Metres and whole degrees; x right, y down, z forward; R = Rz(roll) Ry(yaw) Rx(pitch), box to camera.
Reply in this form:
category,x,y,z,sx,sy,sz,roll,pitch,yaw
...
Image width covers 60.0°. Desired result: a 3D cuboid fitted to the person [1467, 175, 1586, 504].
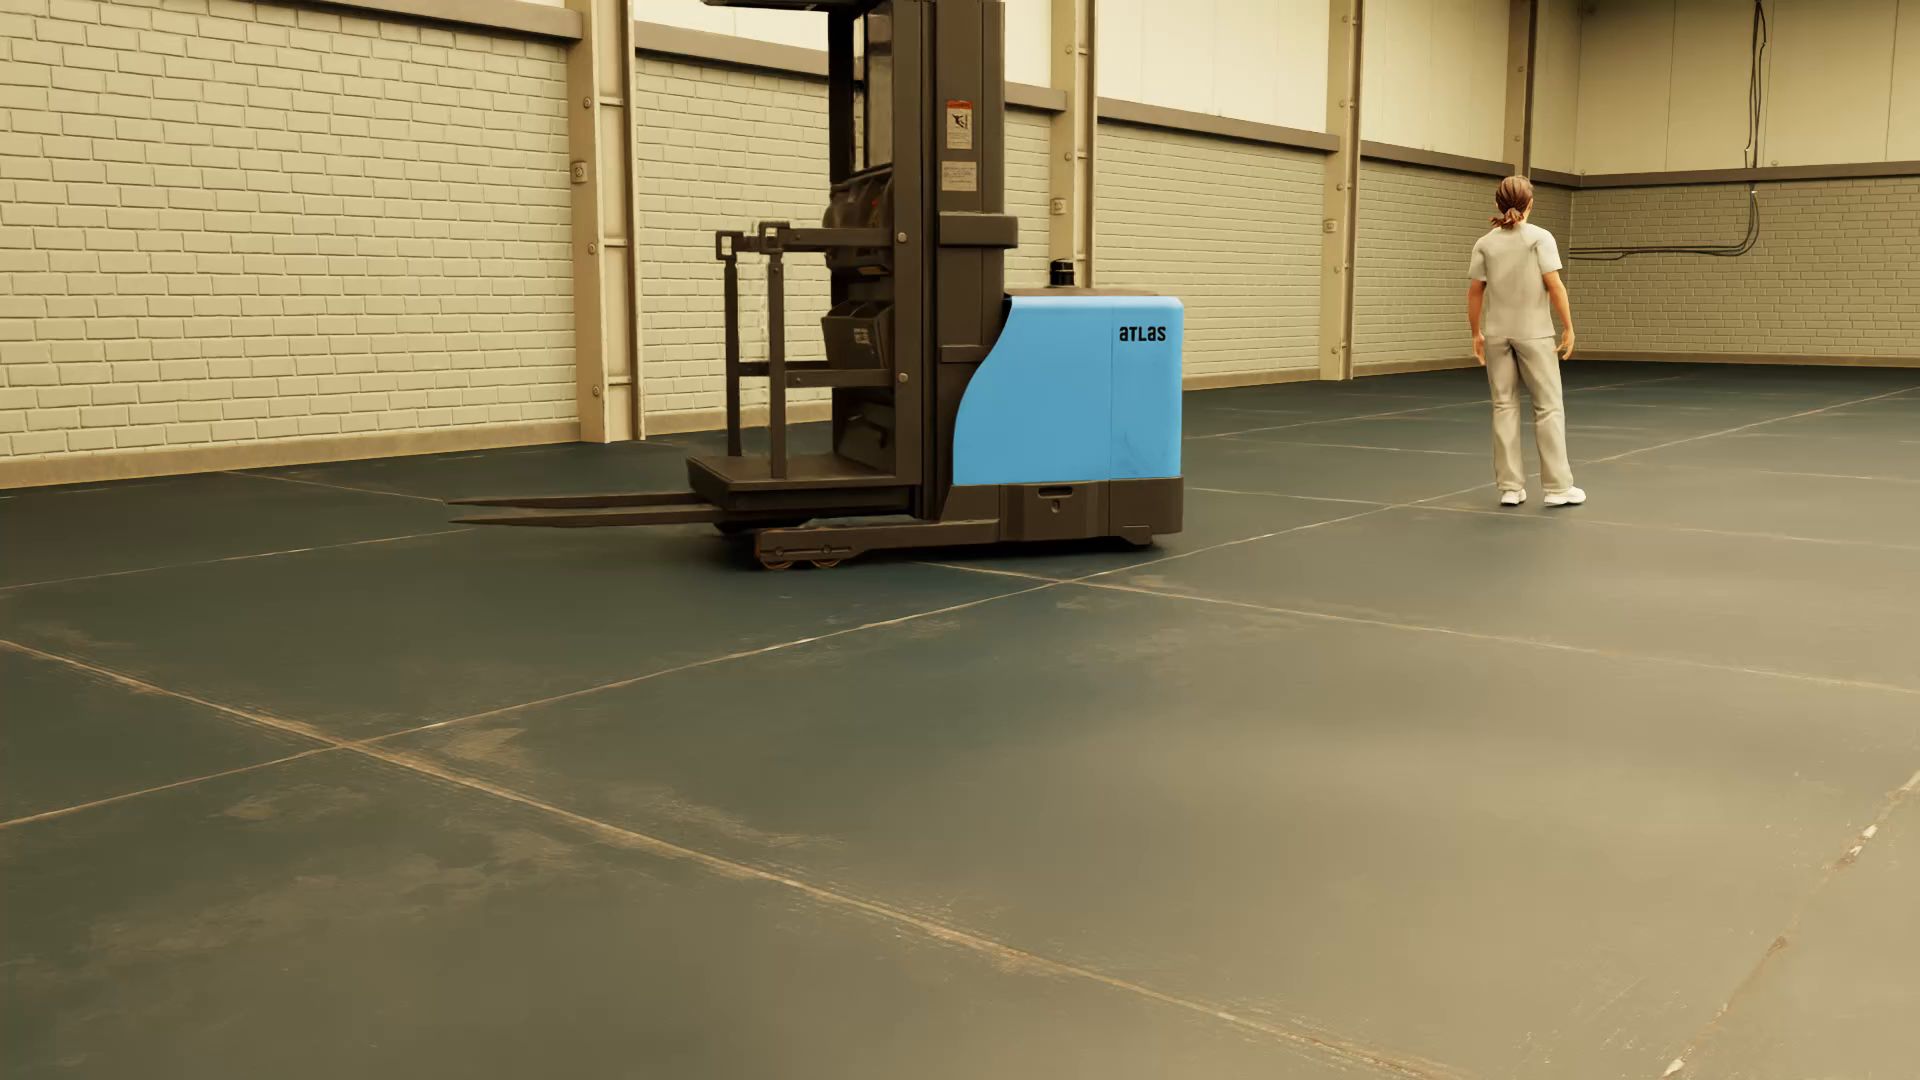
category,x,y,z,sx,sy,sz,roll,pitch,yaw
person,2.914,-1.025,8.574,0.550,1.674,0.549,7,11,39

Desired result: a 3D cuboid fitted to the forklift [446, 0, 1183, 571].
category,x,y,z,sx,sy,sz,roll,pitch,yaw
forklift,-0.615,-1.415,6.951,3.031,2.935,1.130,-3,9,-18
